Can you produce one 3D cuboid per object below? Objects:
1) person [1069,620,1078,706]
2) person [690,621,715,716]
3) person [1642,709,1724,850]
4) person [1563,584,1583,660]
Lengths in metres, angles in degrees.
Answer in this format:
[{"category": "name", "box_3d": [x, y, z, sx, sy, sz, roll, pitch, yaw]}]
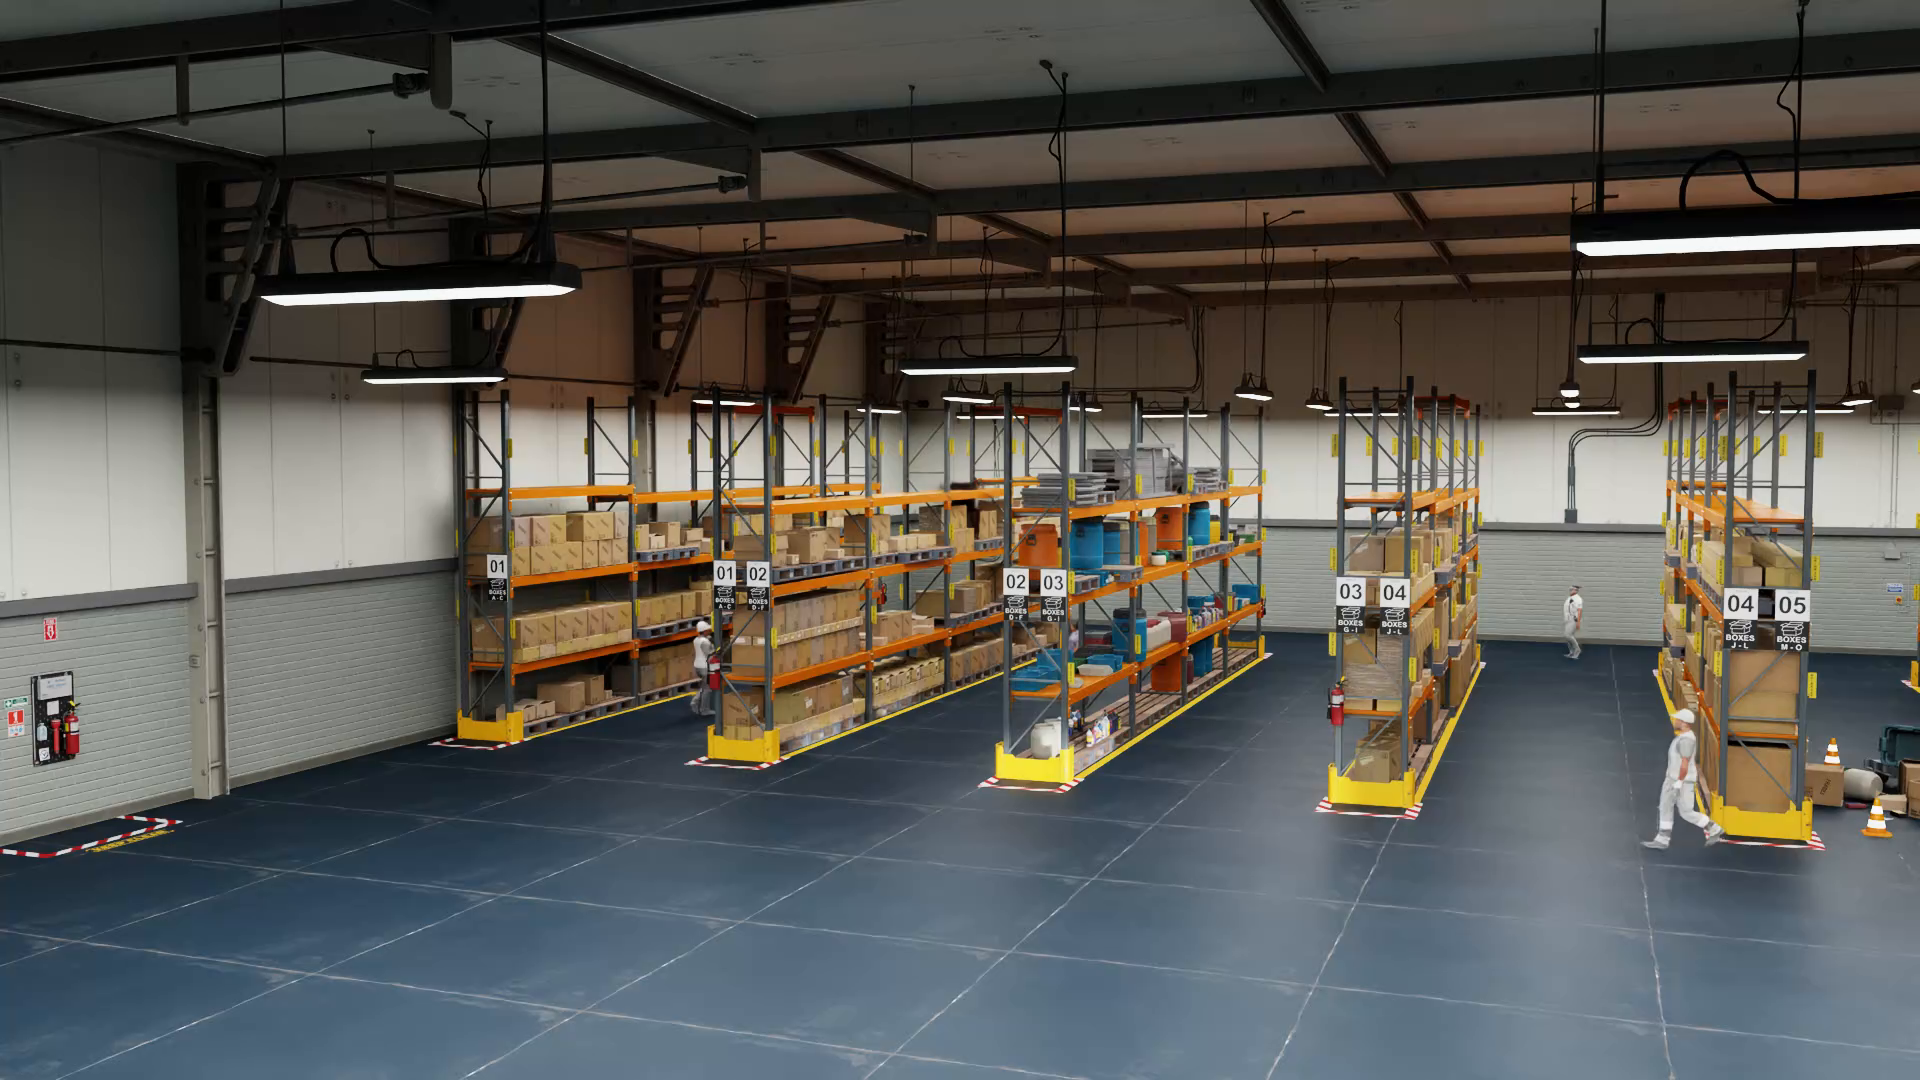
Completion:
[{"category": "person", "box_3d": [2.209, 2.385, 32.321, 0.403, 1.629, 0.550, 0, 3, 5]}, {"category": "person", "box_3d": [-4.781, 2.392, 31.054, 0.481, 1.765, 0.552, -2, 4, -35]}, {"category": "person", "box_3d": [8.999, 2.984, 20.626, 0.904, 1.774, 0.496, 0, 3, -2]}, {"category": "person", "box_3d": [14.547, 1.944, 39.577, 0.453, 1.814, 0.541, 0, 3, -4]}]
